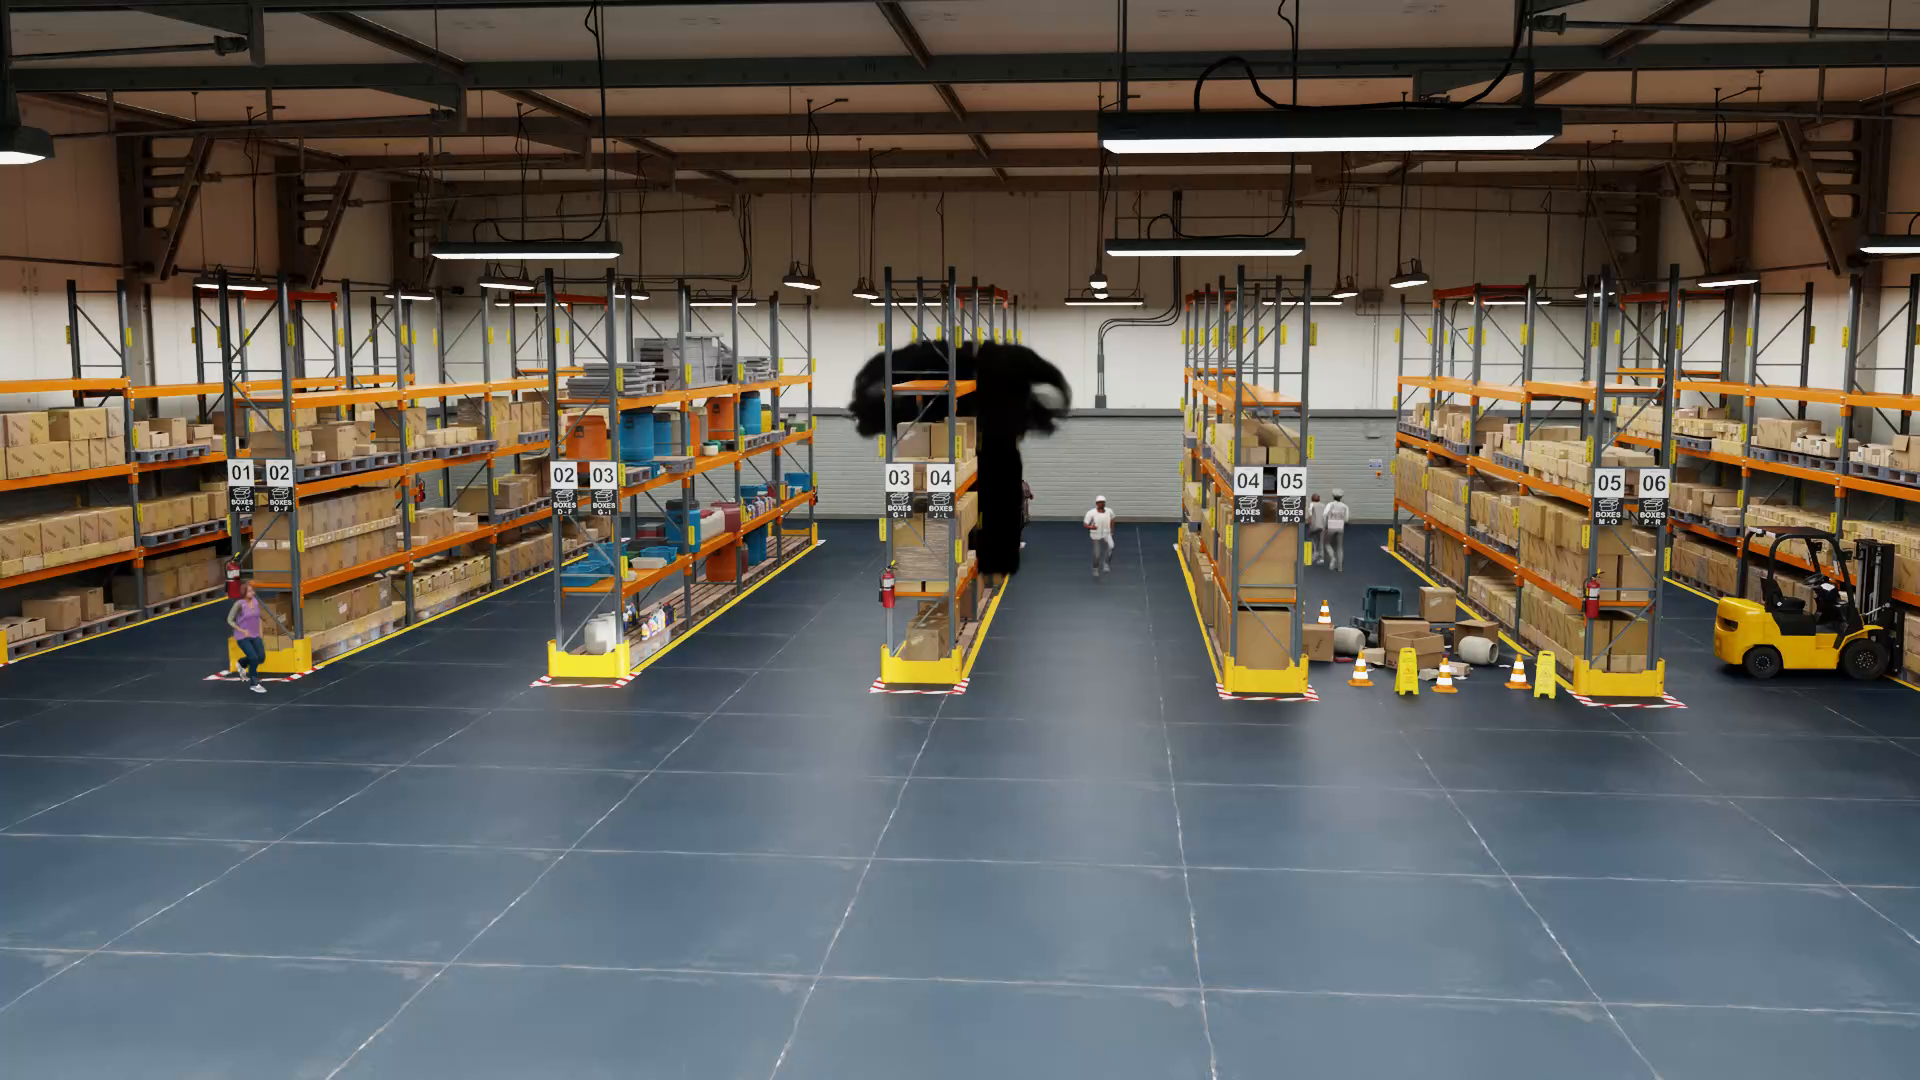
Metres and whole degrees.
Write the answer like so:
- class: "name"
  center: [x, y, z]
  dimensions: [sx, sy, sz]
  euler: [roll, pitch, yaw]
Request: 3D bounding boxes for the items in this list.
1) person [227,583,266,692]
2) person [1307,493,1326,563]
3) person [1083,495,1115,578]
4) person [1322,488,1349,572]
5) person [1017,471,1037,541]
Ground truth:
- class: "person"
  center: [-10.149, 1.383, 23.610]
  dimensions: [0.532, 1.563, 0.557]
  euler: [4, 8, 29]
- class: "person"
  center: [7.922, -0.265, 36.902]
  dimensions: [0.522, 1.521, 0.825]
  euler: [-1, 7, -7]
- class: "person"
  center: [2.872, -0.052, 34.065]
  dimensions: [0.702, 1.730, 0.959]
  euler: [-1, 7, -6]
- class: "person"
  center: [7.580, -0.198, 33.750]
  dimensions: [0.603, 1.678, 0.631]
  euler: [0, 7, -2]
- class: "person"
  center: [1.524, -0.821, 40.858]
  dimensions: [0.734, 1.725, 0.696]
  euler: [-7, 10, -44]
